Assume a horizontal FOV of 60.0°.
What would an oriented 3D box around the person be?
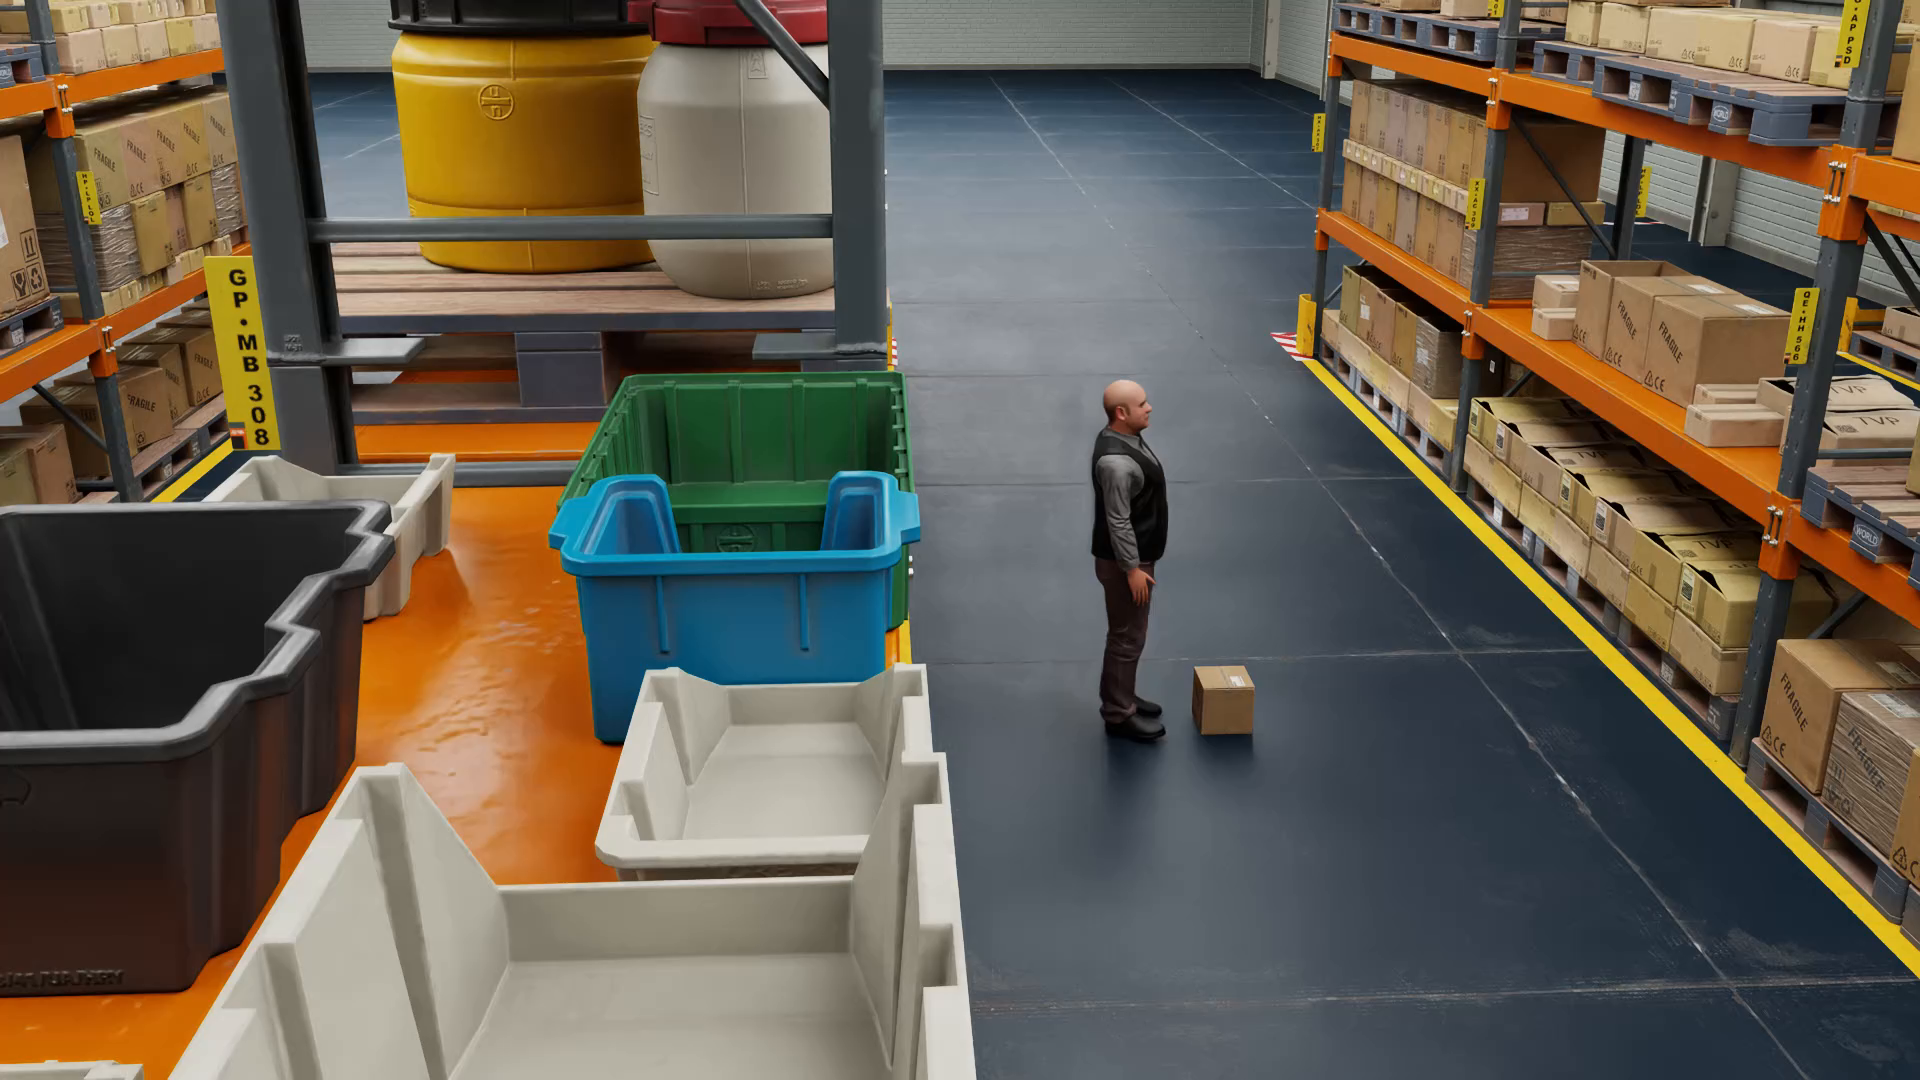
[{"bbox_3d":[0.806,0.099,7.816,0.401,1.749,0.563,3,21,9],"label":"person"}]
